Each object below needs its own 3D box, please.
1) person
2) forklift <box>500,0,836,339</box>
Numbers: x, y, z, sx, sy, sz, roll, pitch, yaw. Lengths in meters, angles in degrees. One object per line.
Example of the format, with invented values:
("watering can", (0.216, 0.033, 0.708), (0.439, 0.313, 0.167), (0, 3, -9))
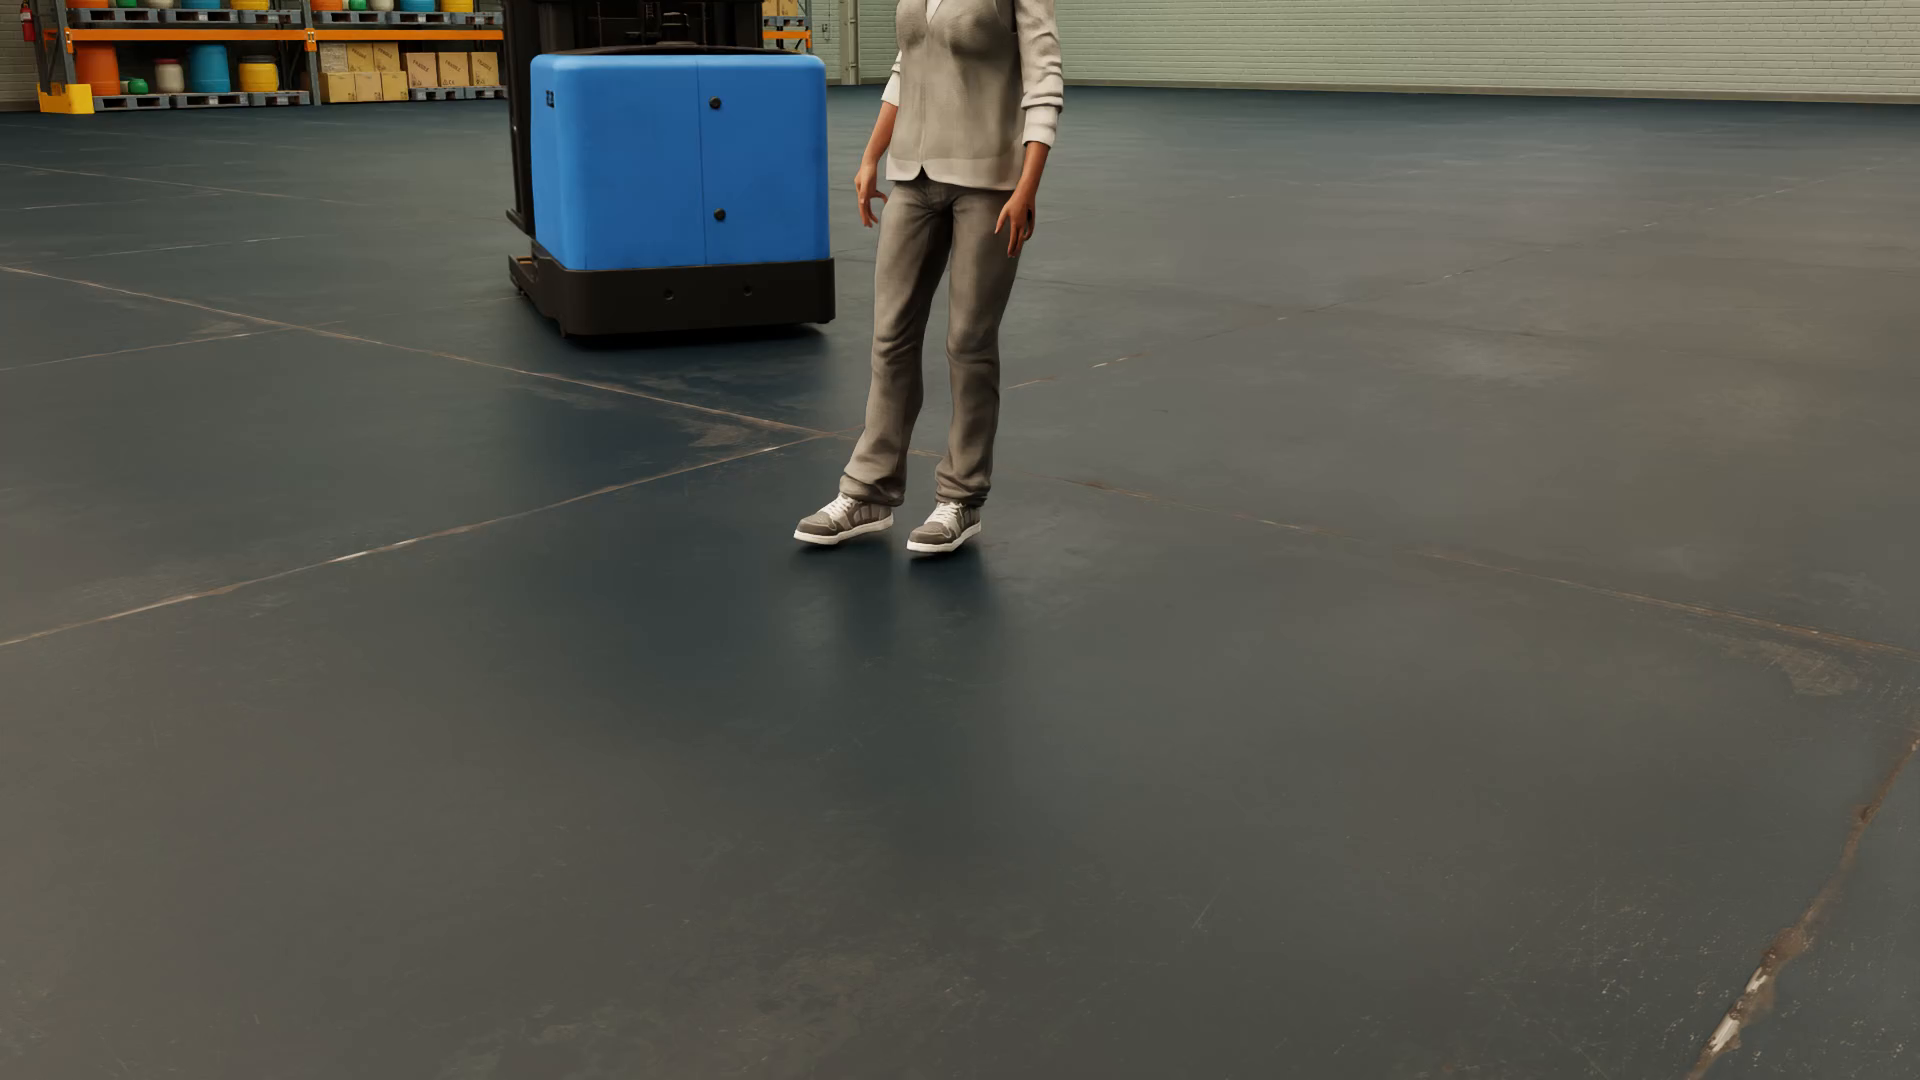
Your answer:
("person", (-0.058, -0.757, 3.662), (0.520, 1.597, 0.475), (13, 21, 37))
("forklift", (-1.479, -2.555, 7.311), (1.130, 2.935, 3.031), (-6, 18, -19))
